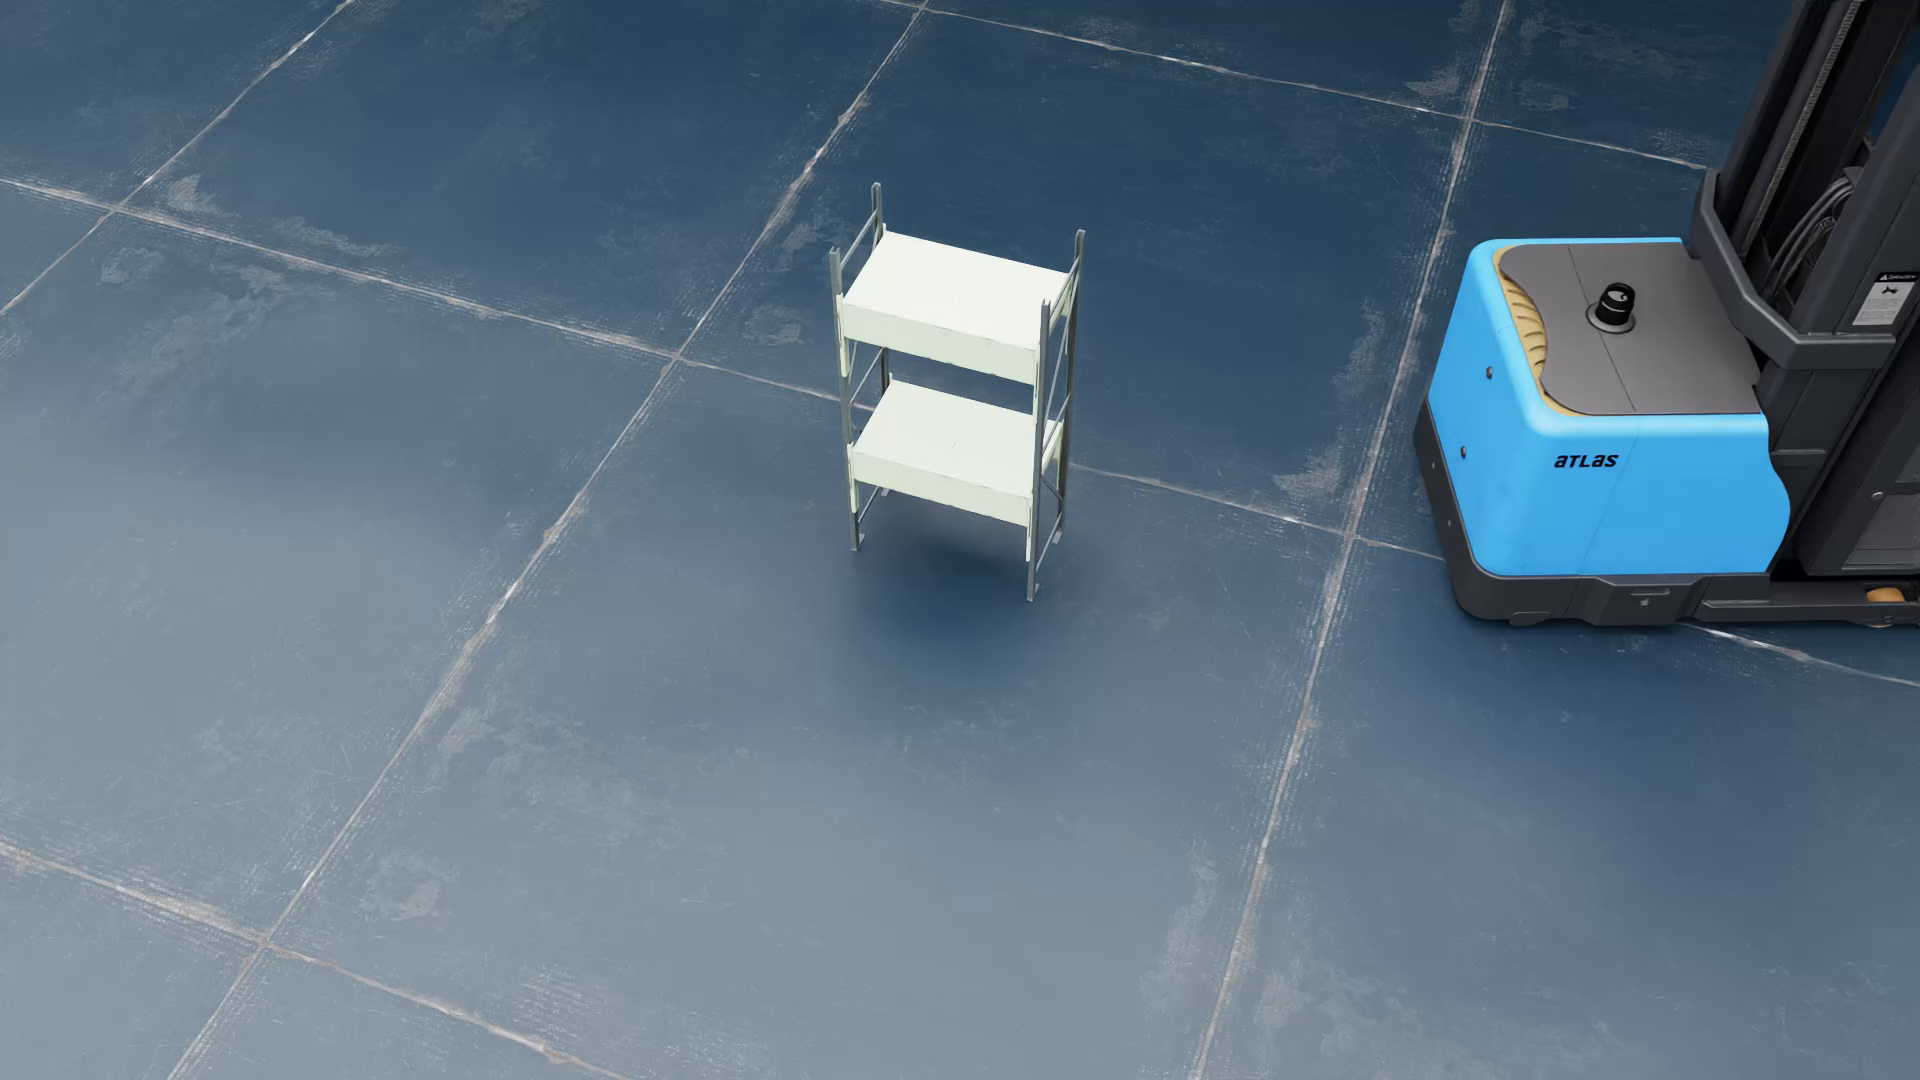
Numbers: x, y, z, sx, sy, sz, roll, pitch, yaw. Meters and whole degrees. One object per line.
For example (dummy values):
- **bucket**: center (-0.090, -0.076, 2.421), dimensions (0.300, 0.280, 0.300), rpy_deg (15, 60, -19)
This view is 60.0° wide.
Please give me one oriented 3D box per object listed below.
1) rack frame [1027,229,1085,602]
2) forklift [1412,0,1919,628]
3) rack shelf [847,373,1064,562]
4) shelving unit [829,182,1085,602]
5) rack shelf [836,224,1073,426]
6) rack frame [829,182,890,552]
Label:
- **rack frame**: center (0.337, -0.397, 5.968), dimensions (0.023, 1.500, 0.400), rpy_deg (16, 51, 13)
- **forklift**: center (3.396, -1.031, 5.570), dimensions (3.031, 2.935, 1.130), rpy_deg (-1, 49, -1)
- **rack shelf**: center (-0.006, -0.279, 6.298), dimensions (0.720, 0.370, 0.431), rpy_deg (16, 51, 13)
- **shelving unit**: center (-0.006, -0.493, 6.051), dimensions (0.755, 1.500, 0.431), rpy_deg (16, 51, 13)
- **rack shelf**: center (-0.006, -0.749, 5.756), dimensions (0.720, 0.370, 0.431), rpy_deg (16, 51, 13)
- **rack frame**: center (-0.350, -0.589, 6.134), dimensions (0.023, 1.500, 0.400), rpy_deg (16, 51, 13)
